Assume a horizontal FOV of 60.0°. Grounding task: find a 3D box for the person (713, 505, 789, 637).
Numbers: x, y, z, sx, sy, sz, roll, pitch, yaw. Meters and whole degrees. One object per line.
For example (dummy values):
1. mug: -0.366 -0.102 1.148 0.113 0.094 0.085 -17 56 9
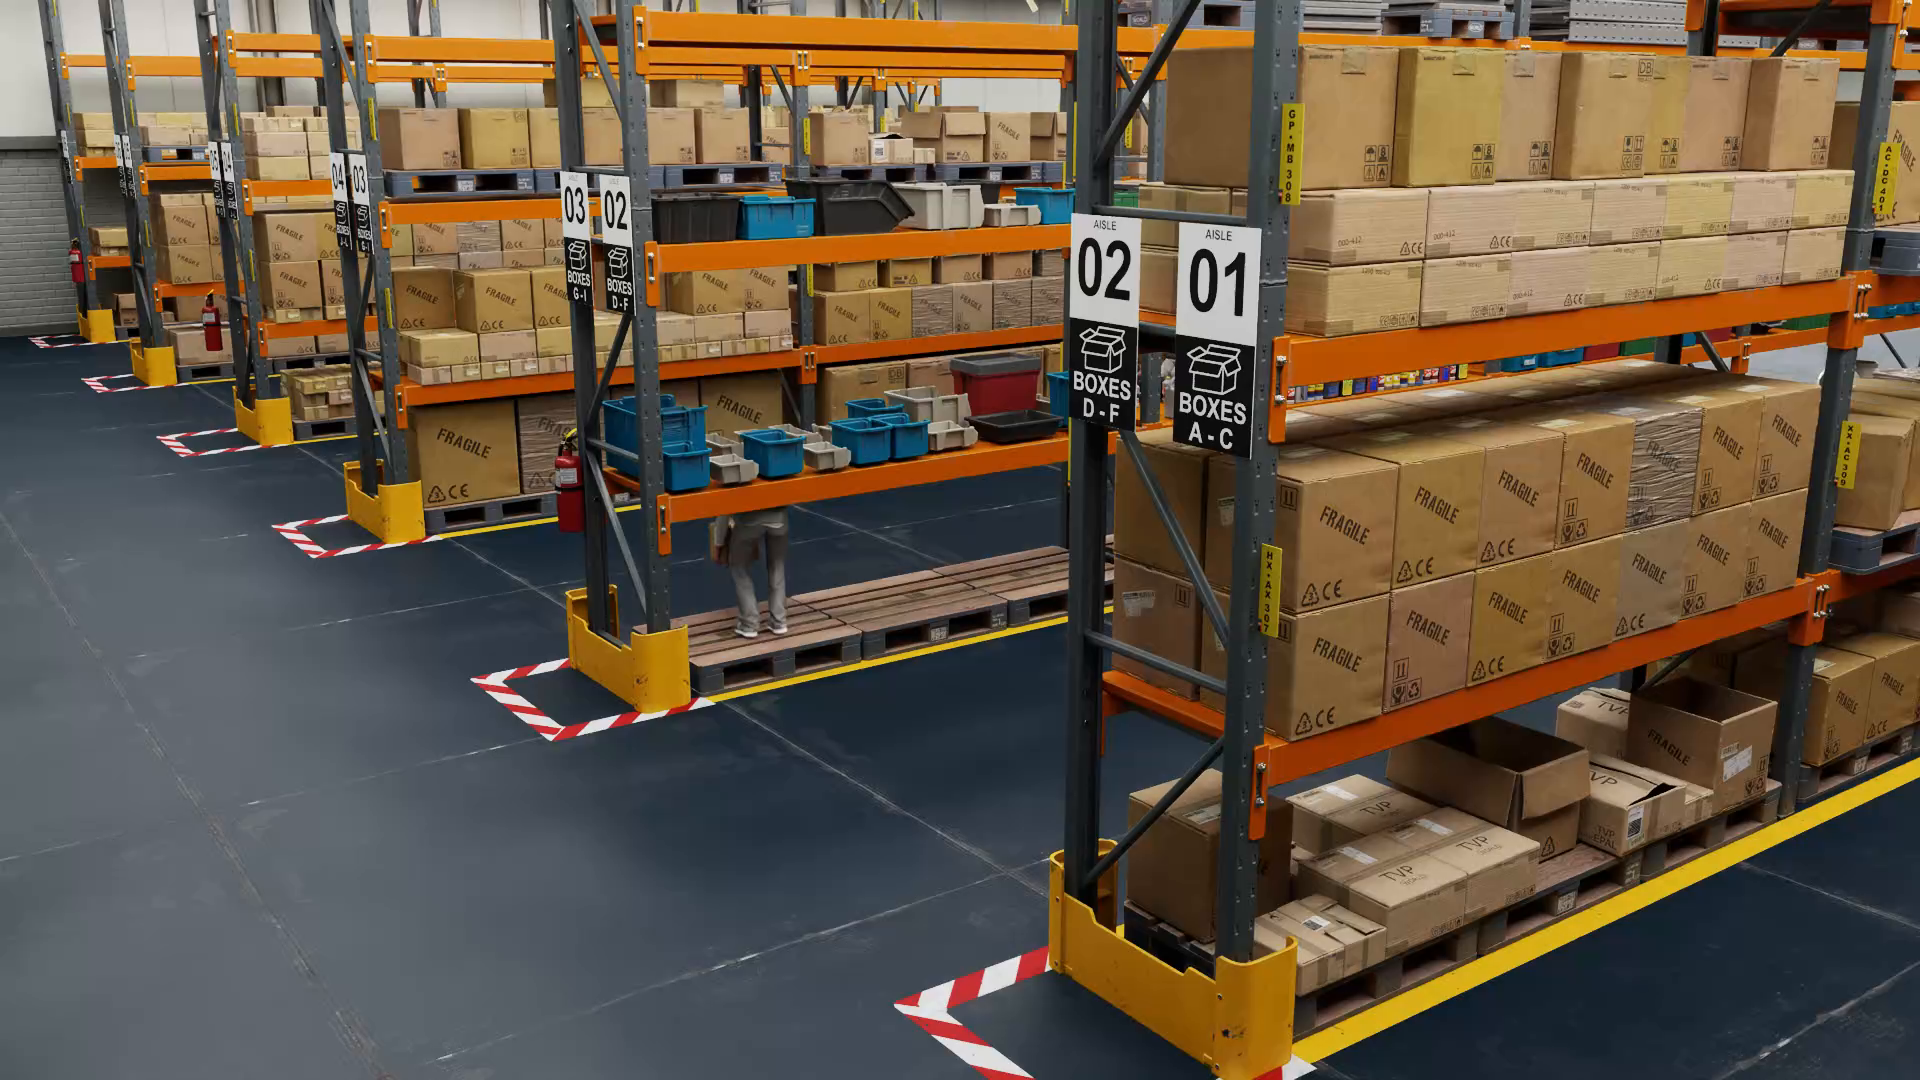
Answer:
1. person: -1.404 0.064 11.069 0.386 1.039 0.906 -7 16 -24
